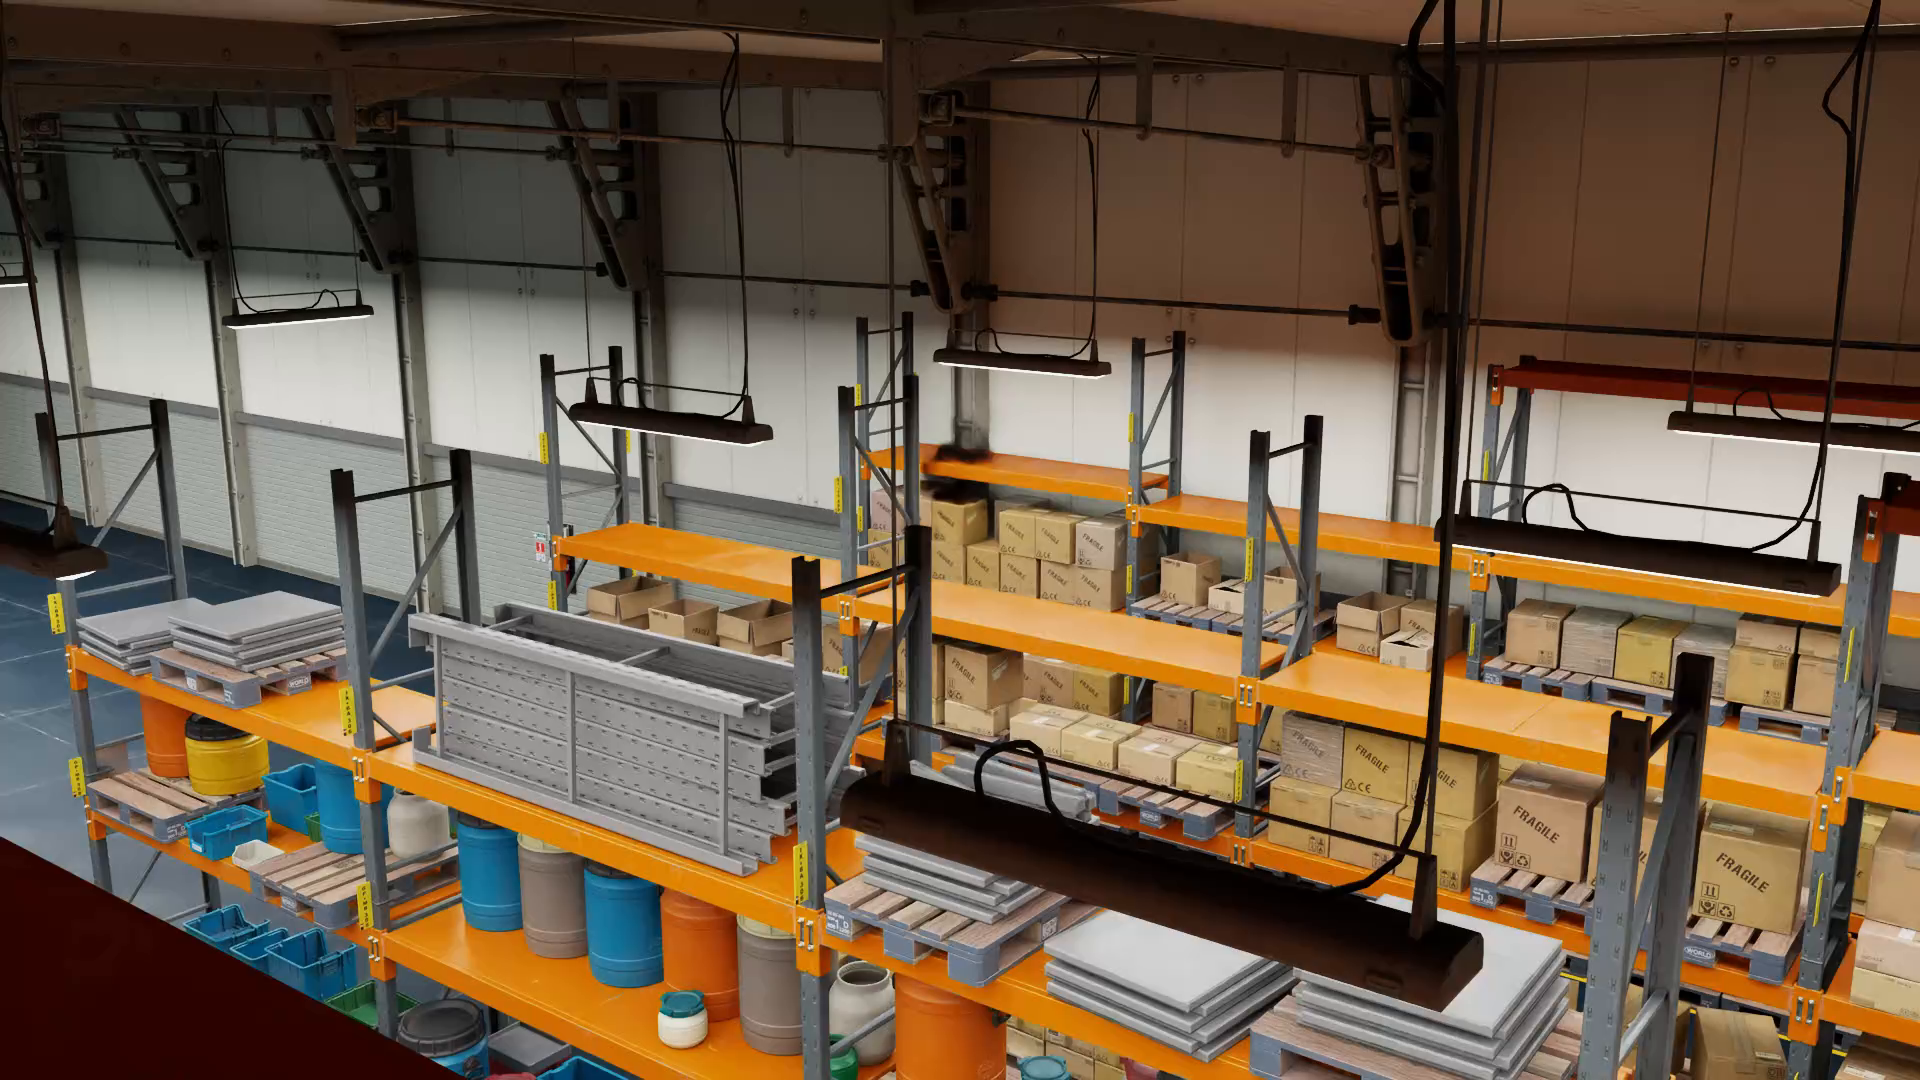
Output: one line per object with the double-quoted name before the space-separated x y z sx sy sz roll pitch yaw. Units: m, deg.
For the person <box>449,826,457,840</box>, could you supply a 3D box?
"person" -6.100 2.919 18.843 0.791 1.772 0.661 -5 14 -20
